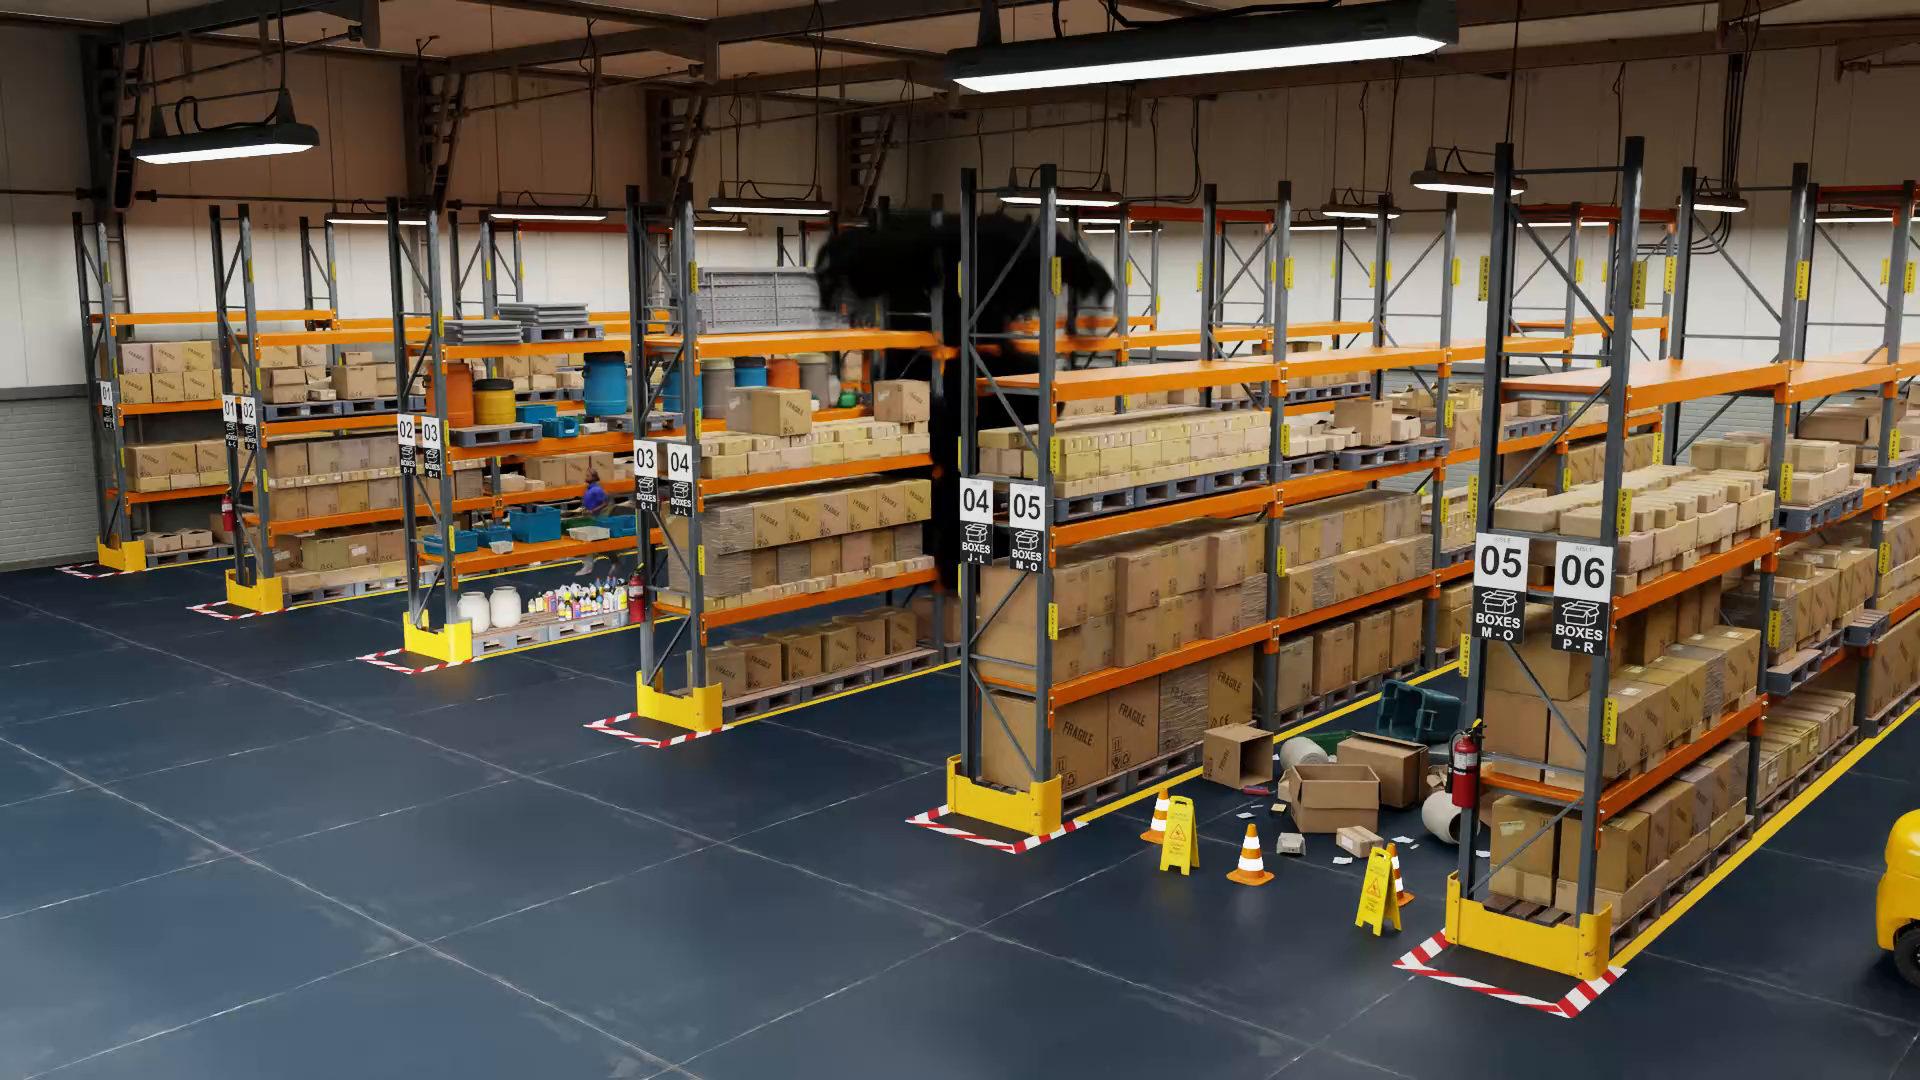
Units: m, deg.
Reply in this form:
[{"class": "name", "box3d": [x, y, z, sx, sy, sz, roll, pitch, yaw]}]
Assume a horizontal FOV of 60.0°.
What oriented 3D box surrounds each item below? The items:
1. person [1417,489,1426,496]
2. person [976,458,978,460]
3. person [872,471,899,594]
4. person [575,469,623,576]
[{"class": "person", "box3d": [7.048, 0.070, 25.645, 0.713, 1.736, 0.897, 9, 13, 43]}, {"class": "person", "box3d": [0.320, -1.459, 34.824, 0.659, 1.794, 0.888, 6, 11, 33]}, {"class": "person", "box3d": [-1.050, -0.158, 24.973, 0.656, 1.861, 0.789, 6, 11, 30]}, {"class": "person", "box3d": [-5.686, -0.269, 26.071, 0.792, 1.696, 0.573, -8, 12, -39]}]
